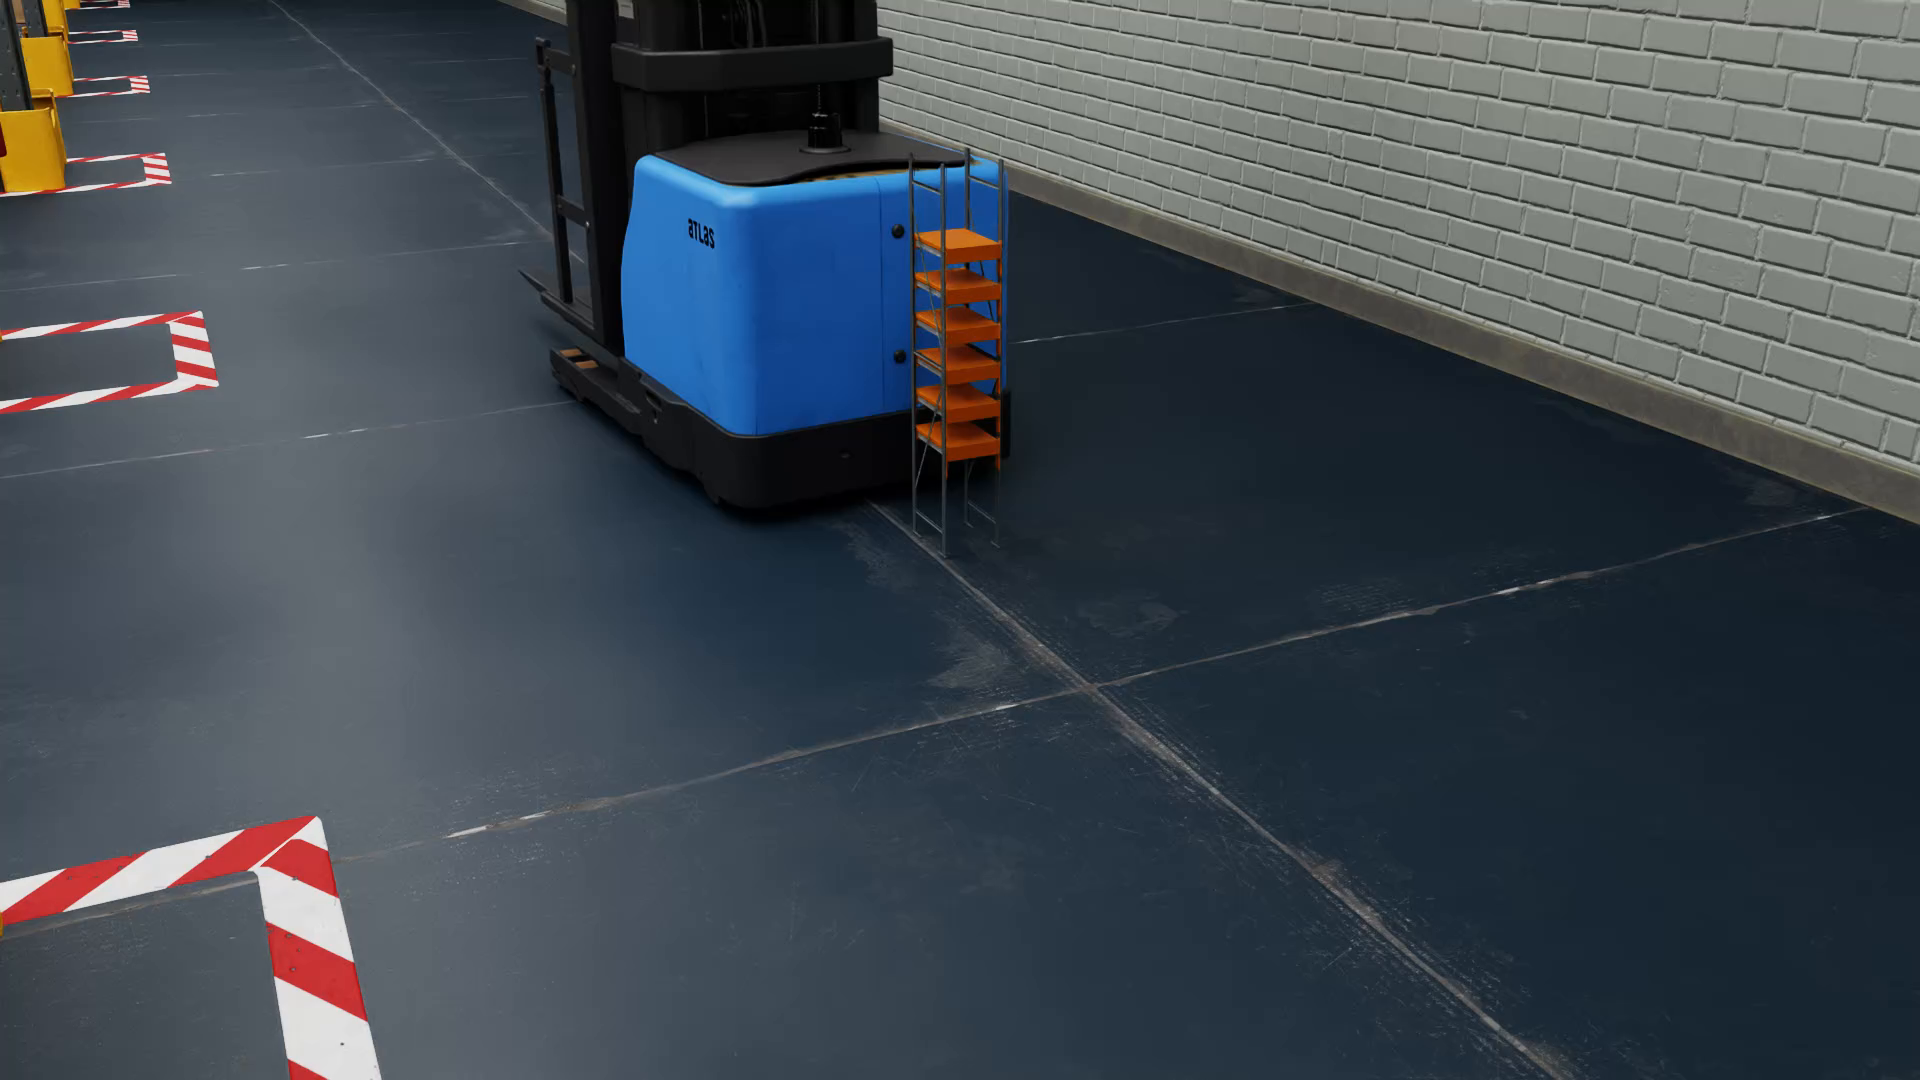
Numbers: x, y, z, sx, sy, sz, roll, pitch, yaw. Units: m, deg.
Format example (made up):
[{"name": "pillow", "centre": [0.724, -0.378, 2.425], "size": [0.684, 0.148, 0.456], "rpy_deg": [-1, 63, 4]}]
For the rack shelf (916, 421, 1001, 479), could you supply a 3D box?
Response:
[{"name": "rack shelf", "centre": [-0.013, -0.289, 5.124], "size": [0.180, 0.103, 0.258], "rpy_deg": [-10, 25, -24]}]

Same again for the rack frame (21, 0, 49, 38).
[{"name": "rack frame", "centre": [-8.344, -5.523, 14.670], "size": [0.127, 3.000, 1.000], "rpy_deg": [-10, 25, -24]}]

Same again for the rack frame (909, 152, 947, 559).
[{"name": "rack frame", "centre": [-0.095, -0.537, 4.978], "size": [0.006, 1.200, 0.240], "rpy_deg": [-10, 25, -24]}]

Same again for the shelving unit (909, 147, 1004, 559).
[{"name": "shelving unit", "centre": [-0.013, -0.552, 5.015], "size": [0.189, 1.200, 0.258], "rpy_deg": [-10, 25, -24]}]

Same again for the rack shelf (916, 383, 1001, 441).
[{"name": "rack shelf", "centre": [-0.013, -0.400, 5.078], "size": [0.180, 0.103, 0.258], "rpy_deg": [-10, 25, -24]}]

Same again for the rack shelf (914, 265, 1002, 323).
[{"name": "rack shelf", "centre": [-0.013, -0.733, 4.940], "size": [0.180, 0.103, 0.258], "rpy_deg": [-10, 25, -24]}]

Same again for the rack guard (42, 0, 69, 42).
[{"name": "rack guard", "centre": [-10.557, -6.063, 19.243], "size": [0.348, 0.500, 1.175], "rpy_deg": [-10, 25, -24]}]

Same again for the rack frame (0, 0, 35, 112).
[{"name": "rack frame", "centre": [-6.195, -3.816, 10.546], "size": [0.127, 3.000, 1.000], "rpy_deg": [-10, 25, -24]}]

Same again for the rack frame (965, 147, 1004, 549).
[{"name": "rack frame", "centre": [0.069, -0.567, 5.051], "size": [0.006, 1.200, 0.240], "rpy_deg": [-10, 25, -24]}]

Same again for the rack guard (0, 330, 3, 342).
[{"name": "rack guard", "centre": [-4.204, -0.922, 6.824], "size": [0.348, 0.500, 1.175], "rpy_deg": [-10, 25, -24]}]

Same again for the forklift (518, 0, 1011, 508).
[{"name": "forklift", "centre": [-0.999, -1.975, 6.189], "size": [1.130, 2.935, 3.031], "rpy_deg": [-12, 26, -28]}]

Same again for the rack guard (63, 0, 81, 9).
[{"name": "rack guard", "centre": [-12.619, -7.786, 23.405], "size": [0.348, 0.500, 1.175], "rpy_deg": [-10, 25, -24]}]

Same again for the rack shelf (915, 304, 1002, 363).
[{"name": "rack shelf", "centre": [-0.013, -0.622, 4.986], "size": [0.180, 0.103, 0.258], "rpy_deg": [-10, 25, -24]}]

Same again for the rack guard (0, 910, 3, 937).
[{"name": "rack guard", "centre": [-1.876, 0.751, 2.783], "size": [0.348, 0.500, 1.175], "rpy_deg": [-10, 25, -24]}]

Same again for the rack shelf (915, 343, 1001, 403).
[{"name": "rack shelf", "centre": [-0.013, -0.511, 5.032], "size": [0.180, 0.103, 0.258], "rpy_deg": [-10, 25, -24]}]

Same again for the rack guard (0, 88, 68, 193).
[{"name": "rack guard", "centre": [-6.174, -2.665, 11.034], "size": [0.348, 0.500, 1.175], "rpy_deg": [-10, 25, -24]}]

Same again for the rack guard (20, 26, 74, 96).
[{"name": "rack guard", "centre": [-8.328, -4.376, 15.168], "size": [0.348, 0.500, 1.175], "rpy_deg": [-10, 25, -24]}]

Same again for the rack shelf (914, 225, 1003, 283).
[{"name": "rack shelf", "centre": [-0.013, -0.844, 4.894], "size": [0.180, 0.103, 0.258], "rpy_deg": [-10, 25, -24]}]

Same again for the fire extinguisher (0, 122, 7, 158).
[{"name": "fire extinguisher", "centre": [-3.708, -1.764, 6.179], "size": [0.183, 0.674, 0.296], "rpy_deg": [-10, 25, -24]}]

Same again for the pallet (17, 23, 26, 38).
[{"name": "pallet", "centre": [-11.275, -5.797, 18.978], "size": [1.213, 0.211, 1.003], "rpy_deg": [-10, 25, -24]}]

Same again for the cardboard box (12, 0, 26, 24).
[{"name": "cardboard box", "centre": [-10.872, -6.104, 18.766], "size": [0.500, 0.500, 0.500], "rpy_deg": [-10, 25, -24]}]
